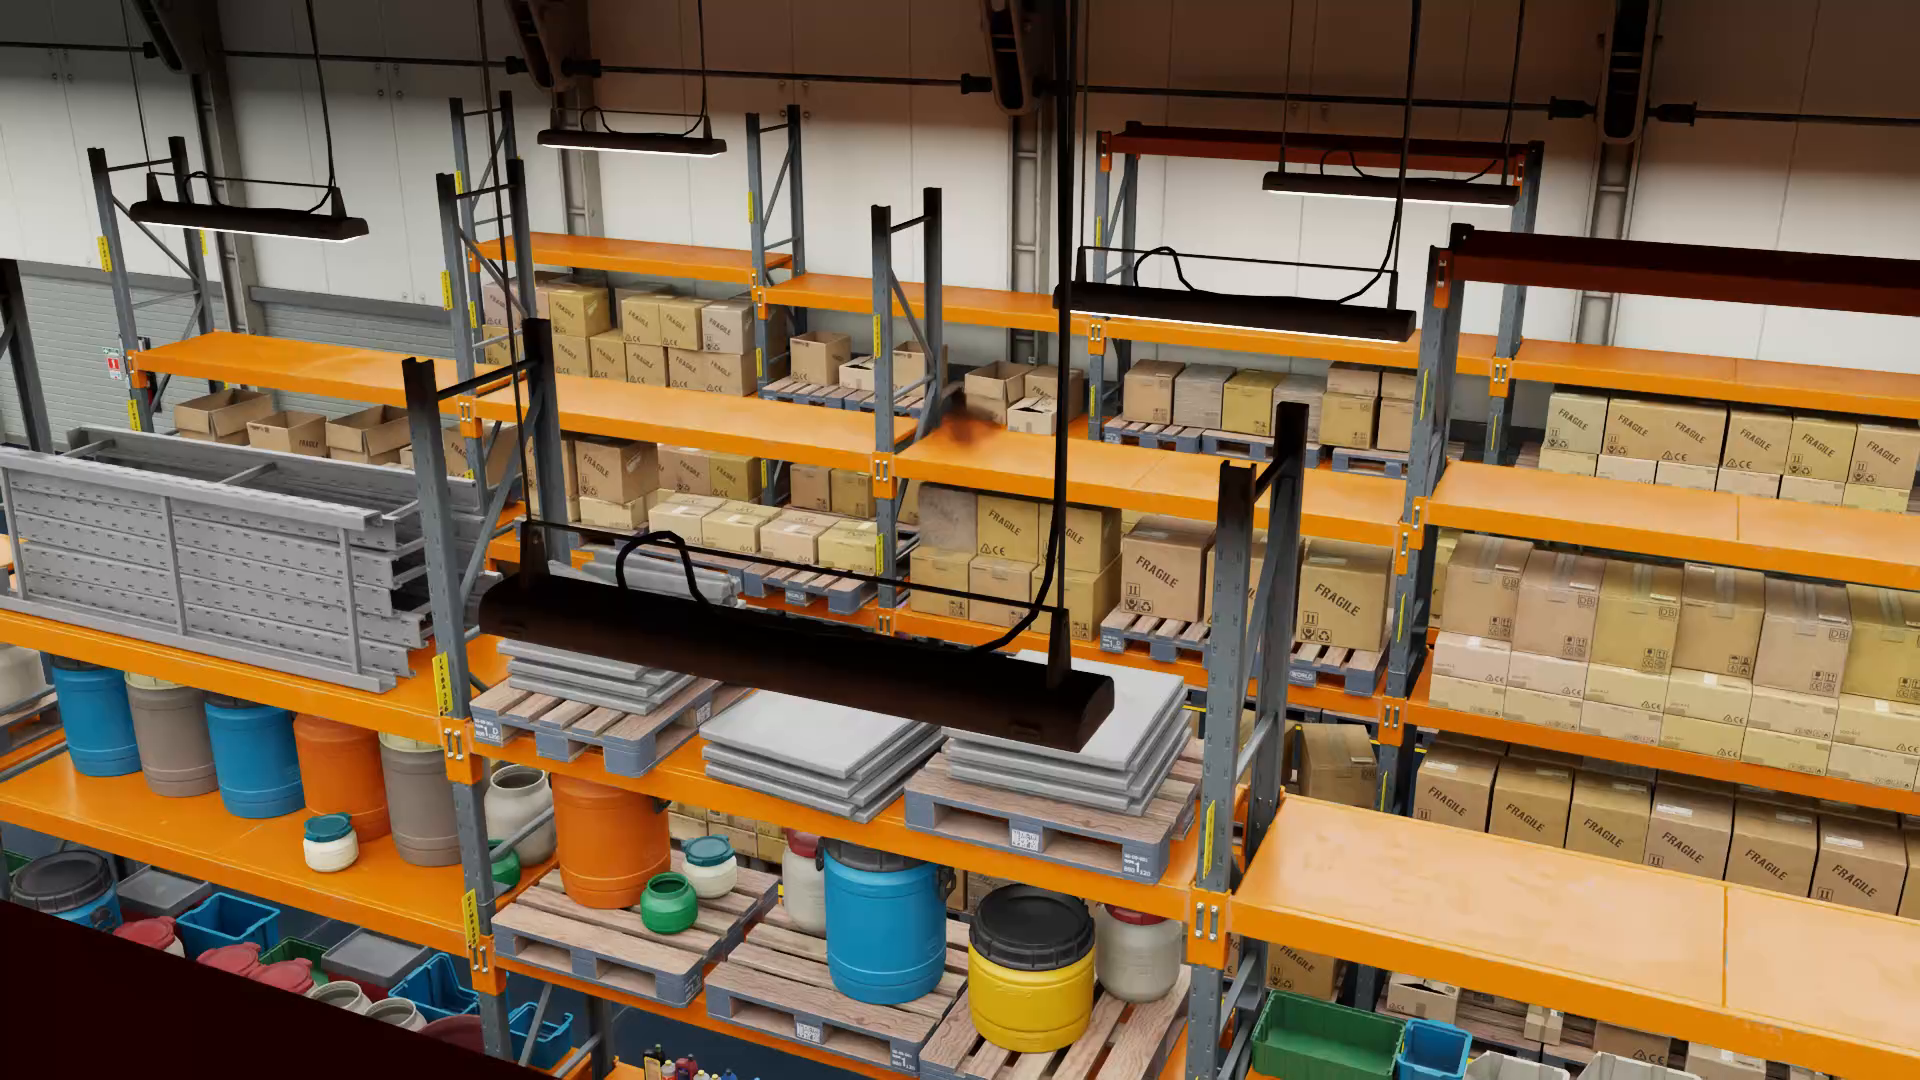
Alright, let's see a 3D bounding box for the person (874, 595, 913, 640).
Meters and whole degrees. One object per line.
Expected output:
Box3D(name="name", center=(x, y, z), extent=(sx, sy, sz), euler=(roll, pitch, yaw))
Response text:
Box3D(name="person", center=(-0.688, 1.146, 17.393), extent=(0.460, 1.601, 0.446), euler=(-11, 23, -26))
